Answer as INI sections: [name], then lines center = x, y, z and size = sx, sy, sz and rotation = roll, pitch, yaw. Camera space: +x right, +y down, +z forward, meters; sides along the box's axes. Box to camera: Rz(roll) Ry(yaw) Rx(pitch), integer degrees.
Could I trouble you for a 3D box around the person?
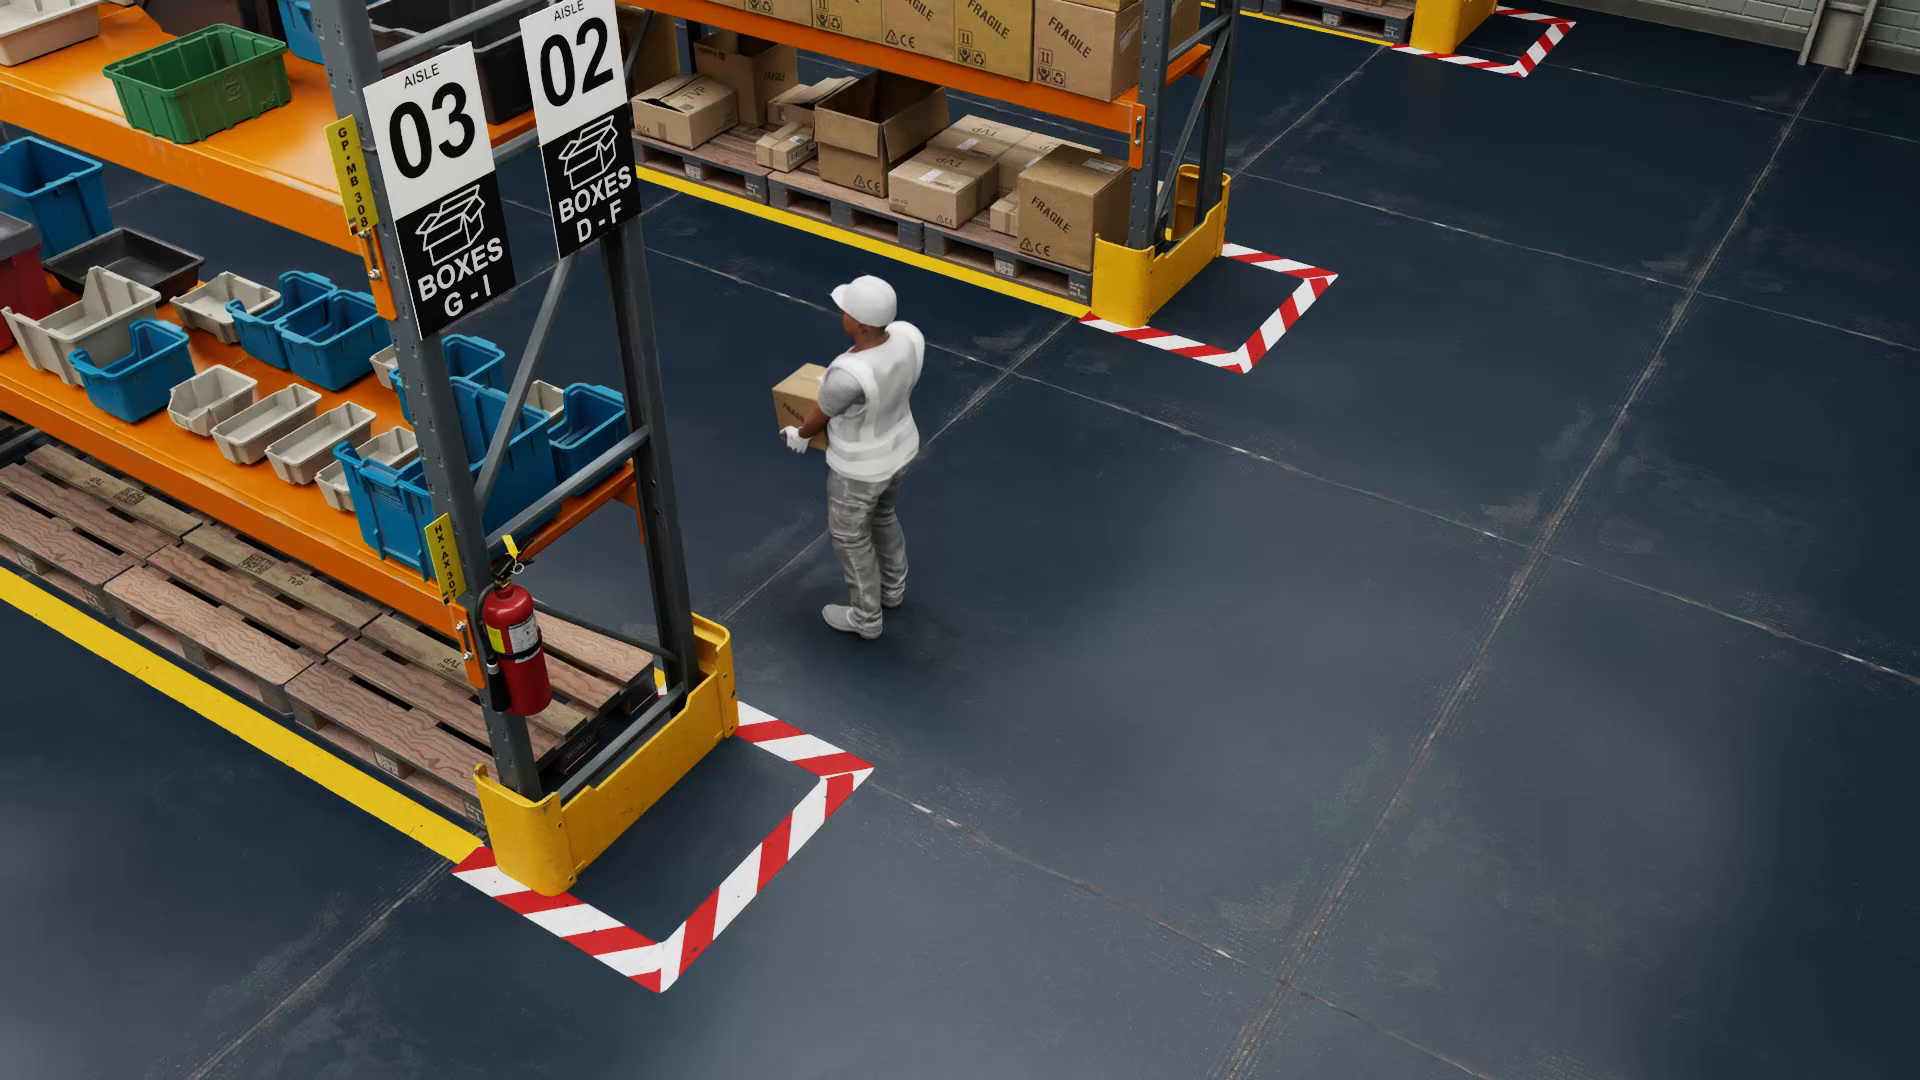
[person]
center = -0.474, -0.383, 7.156
size = 0.568, 1.779, 0.488
rotation = 22, 43, 26
